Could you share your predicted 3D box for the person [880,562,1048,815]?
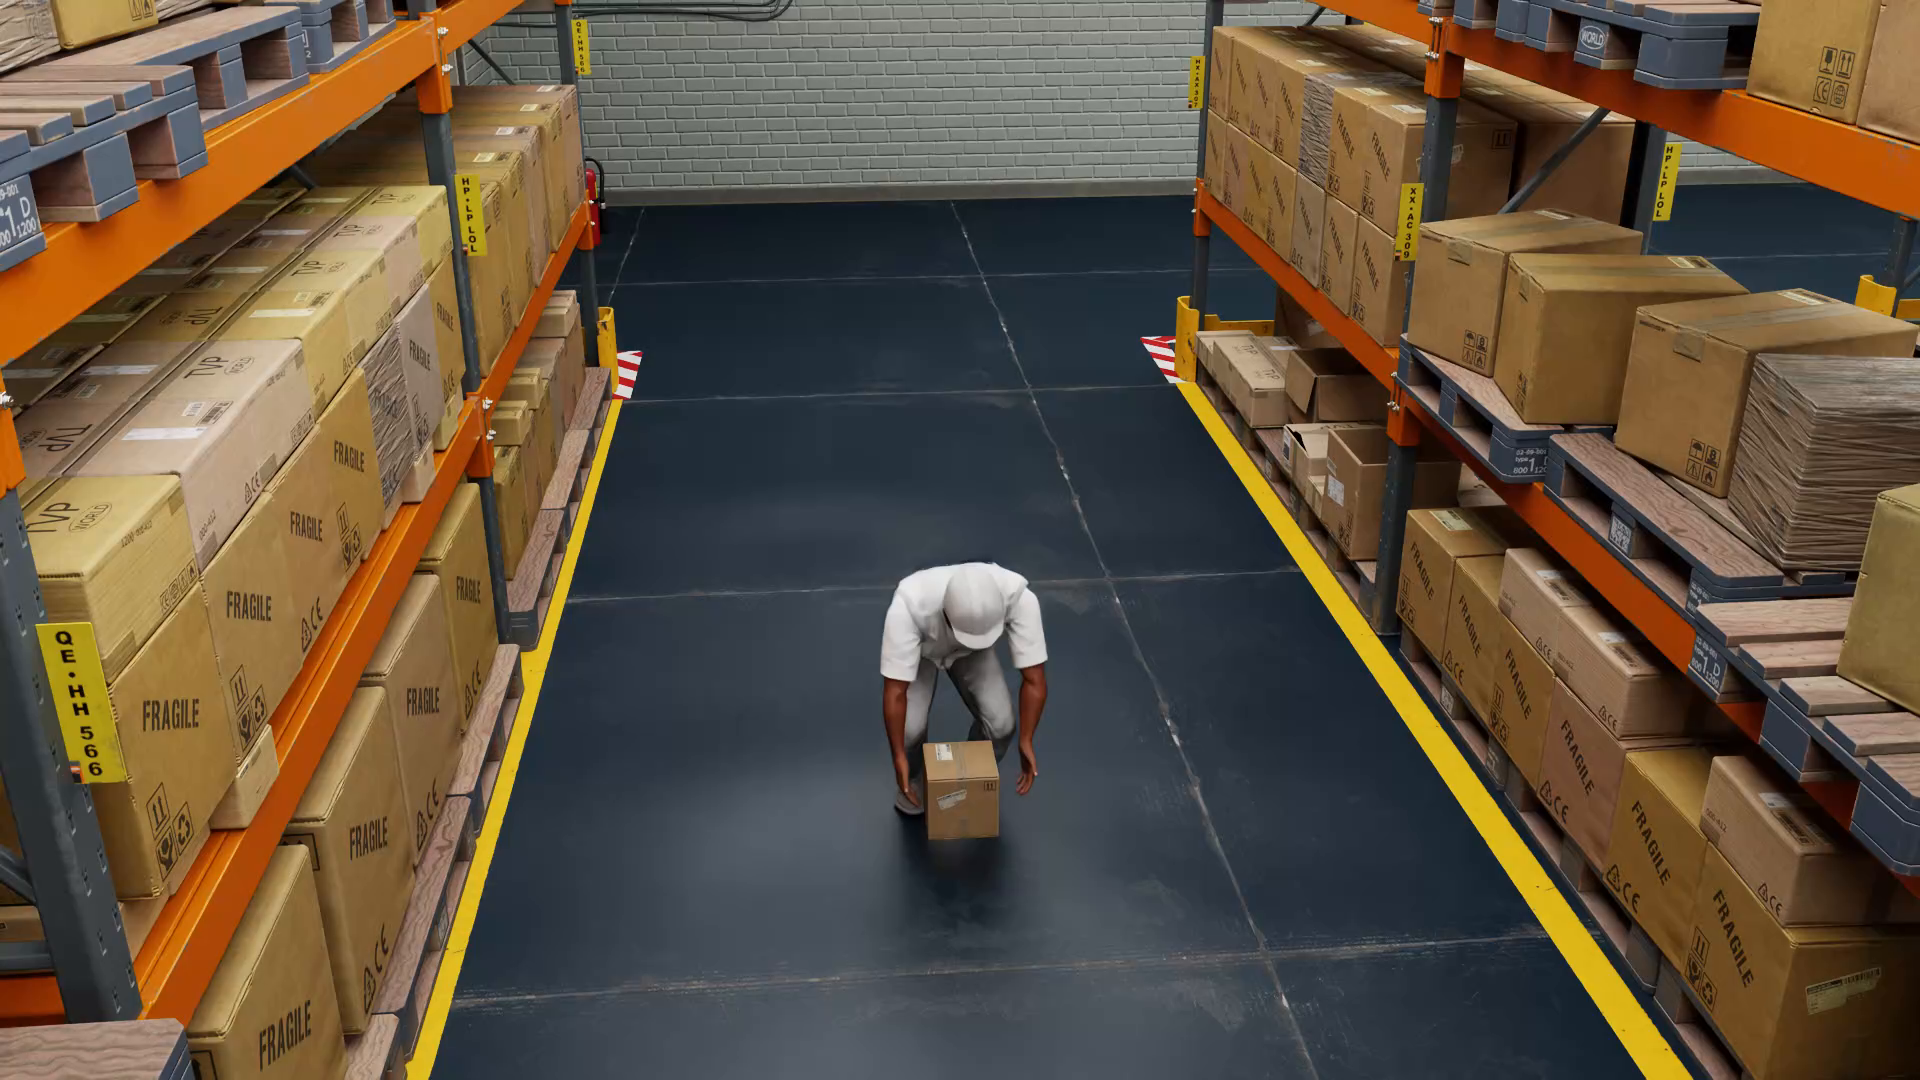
[{"bbox_3d":[0.001,0.507,6.179,0.612,1.154,0.852,-2,24,-5],"label":"person"}]
